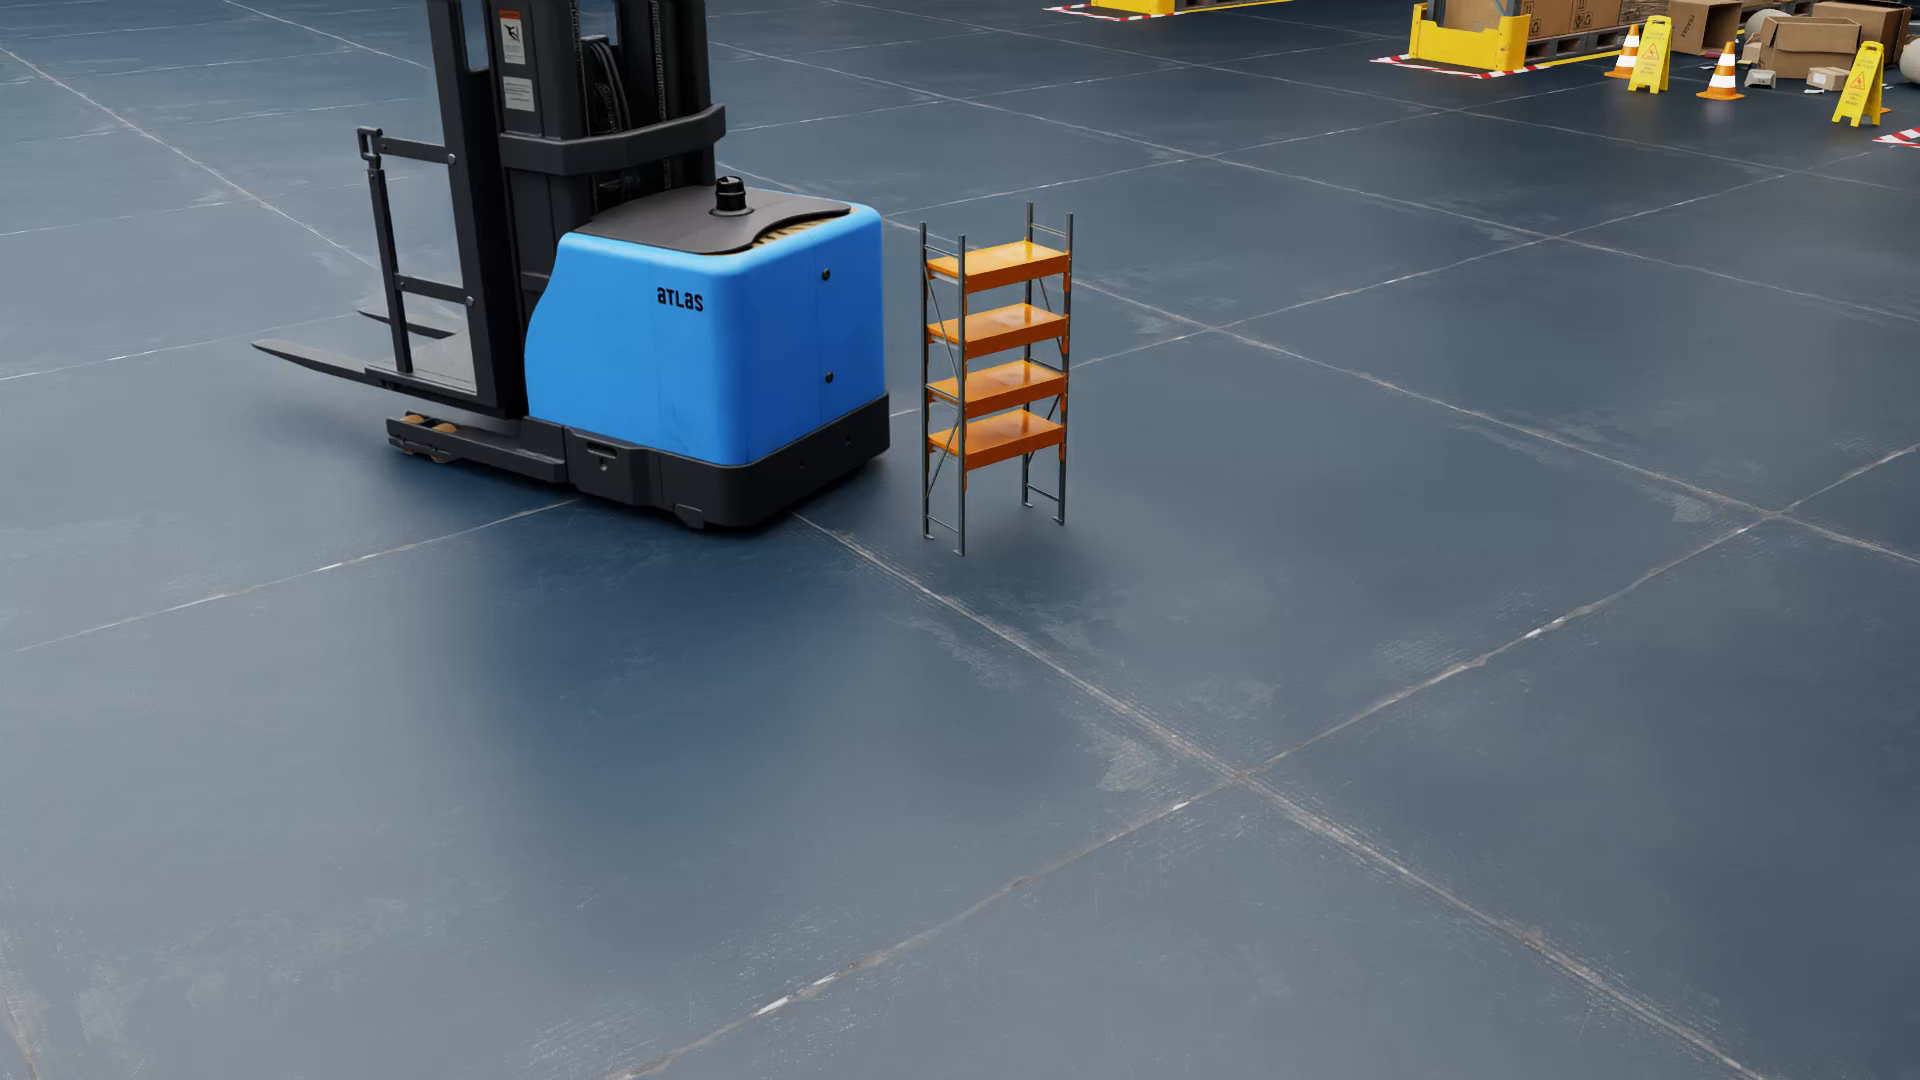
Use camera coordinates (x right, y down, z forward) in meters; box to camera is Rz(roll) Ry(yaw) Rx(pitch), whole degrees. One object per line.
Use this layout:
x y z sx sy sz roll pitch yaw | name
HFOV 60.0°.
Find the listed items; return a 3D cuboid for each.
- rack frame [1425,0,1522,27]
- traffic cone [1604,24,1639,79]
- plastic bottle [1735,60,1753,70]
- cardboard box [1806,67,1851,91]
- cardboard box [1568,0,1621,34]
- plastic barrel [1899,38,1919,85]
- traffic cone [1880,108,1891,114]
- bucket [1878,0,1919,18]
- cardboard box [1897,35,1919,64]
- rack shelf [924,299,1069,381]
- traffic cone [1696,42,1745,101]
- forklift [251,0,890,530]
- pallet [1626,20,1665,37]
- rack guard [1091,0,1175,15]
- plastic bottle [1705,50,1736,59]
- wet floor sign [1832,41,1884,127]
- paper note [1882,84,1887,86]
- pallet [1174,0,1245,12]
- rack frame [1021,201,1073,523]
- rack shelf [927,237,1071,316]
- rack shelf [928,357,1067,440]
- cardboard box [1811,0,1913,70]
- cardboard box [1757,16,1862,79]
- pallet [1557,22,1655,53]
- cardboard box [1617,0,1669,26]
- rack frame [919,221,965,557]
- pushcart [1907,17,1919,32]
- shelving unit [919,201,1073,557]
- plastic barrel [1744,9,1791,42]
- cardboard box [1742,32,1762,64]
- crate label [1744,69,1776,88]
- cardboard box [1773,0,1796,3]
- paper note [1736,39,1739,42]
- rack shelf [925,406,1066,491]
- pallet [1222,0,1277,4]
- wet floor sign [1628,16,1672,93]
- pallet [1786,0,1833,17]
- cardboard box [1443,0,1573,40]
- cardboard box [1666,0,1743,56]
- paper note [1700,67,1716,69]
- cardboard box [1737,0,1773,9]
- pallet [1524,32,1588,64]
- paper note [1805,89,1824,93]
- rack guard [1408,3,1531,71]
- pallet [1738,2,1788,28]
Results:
4.996 -6.076 15.779 0.127 3.000 1.000 -18 31 -34 | rack frame
6.290 -4.593 15.597 0.334 0.463 0.336 -18 31 -34 | traffic cone
7.588 -4.603 16.096 0.133 0.061 0.283 15 29 29 | plastic bottle
7.914 -4.179 15.078 0.250 0.149 0.380 -3 25 -7 | cardboard box
6.180 -5.730 17.059 0.875 0.875 0.875 -19 31 -35 | cardboard box
8.821 -4.332 15.082 0.421 0.421 0.512 1 25 2 | plastic barrel
7.672 -3.851 13.998 0.334 0.463 0.336 -18 31 -34 | traffic cone
9.459 -5.521 16.665 0.620 0.611 0.726 2 23 -21 | bucket
9.312 -4.761 16.193 0.258 0.266 0.396 5 25 11 | cardboard box
0.130 -0.729 6.024 0.480 0.148 0.258 -18 31 -34 | rack shelf
6.720 -4.130 14.600 0.334 0.463 0.336 -18 31 -34 | traffic cone
-1.815 -1.819 6.688 3.031 2.935 1.130 15 29 29 | forklift
7.497 -5.679 18.235 1.213 0.211 1.003 -18 31 -34 | pallet
2.075 -6.631 19.945 0.348 0.500 1.175 -18 31 -34 | rack guard
7.605 -4.843 16.613 0.283 0.061 0.133 15 29 29 | plastic bottle
7.320 -3.700 13.455 0.232 0.644 0.267 -8 26 -16 | wet floor sign
8.406 -4.187 15.248 0.142 0.019 0.148 -8 26 -16 | paper note
2.736 -6.700 20.435 1.213 0.211 1.003 -18 31 -34 | pallet
0.322 -0.651 6.227 0.015 1.200 0.240 -18 31 -34 | rack frame
0.130 -0.944 5.925 0.480 0.148 0.258 -18 31 -34 | rack shelf
0.130 -0.526 6.118 0.480 0.148 0.258 -18 31 -34 | rack shelf
8.681 -4.932 16.119 0.503 0.637 0.797 -18 31 -34 | cardboard box
7.950 -4.625 15.618 0.797 0.503 0.637 5 25 11 | cardboard box
6.536 -5.360 17.549 1.213 0.211 1.003 -18 31 -34 | pallet
6.898 -5.966 17.568 0.875 0.875 0.875 -18 30 -34 | cardboard box
-0.062 -0.524 5.954 0.015 1.200 0.240 -18 31 -34 | rack frame
9.831 -5.055 16.693 1.648 0.377 0.936 15 29 29 | pushcart
0.130 -0.587 6.090 0.503 1.200 0.258 -18 31 -34 | shelving unit
8.197 -5.144 16.830 0.421 0.421 0.512 1 25 2 | plastic barrel
7.927 -4.818 16.317 0.258 0.266 0.396 -13 28 -25 | cardboard box
7.300 -4.207 15.153 0.250 0.136 0.298 10 27 20 | crate label
9.338 -6.726 19.352 0.750 0.750 1.050 -18 31 -34 | cardboard box
8.173 -5.294 17.620 0.147 0.020 0.142 5 25 11 | paper note
0.130 -0.346 6.202 0.480 0.148 0.258 -18 31 -34 | rack shelf
3.695 -7.015 21.114 1.213 0.211 1.003 -18 31 -34 | pallet
6.195 -4.345 14.845 0.267 0.644 0.232 21 32 37 | wet floor sign
9.665 -6.394 19.777 1.213 0.211 1.003 -18 31 -34 | pallet
5.489 -5.501 16.565 0.875 0.875 0.875 -18 30 -34 | cardboard box
7.555 -5.239 16.942 0.500 0.500 0.500 -13 28 -25 | cardboard box
7.245 -4.563 16.047 0.142 0.017 0.144 -8 26 -16 | paper note
8.577 -6.476 18.815 0.750 0.750 1.050 -18 31 -34 | cardboard box
5.577 -5.045 16.870 1.213 0.211 1.003 -18 31 -34 | pallet
7.645 -4.021 14.877 0.148 0.019 0.142 15 29 29 | paper note
4.977 -4.936 16.292 0.348 0.500 1.175 -18 31 -34 | rack guard
8.704 -6.076 19.091 1.213 0.211 1.003 -18 31 -34 | pallet
